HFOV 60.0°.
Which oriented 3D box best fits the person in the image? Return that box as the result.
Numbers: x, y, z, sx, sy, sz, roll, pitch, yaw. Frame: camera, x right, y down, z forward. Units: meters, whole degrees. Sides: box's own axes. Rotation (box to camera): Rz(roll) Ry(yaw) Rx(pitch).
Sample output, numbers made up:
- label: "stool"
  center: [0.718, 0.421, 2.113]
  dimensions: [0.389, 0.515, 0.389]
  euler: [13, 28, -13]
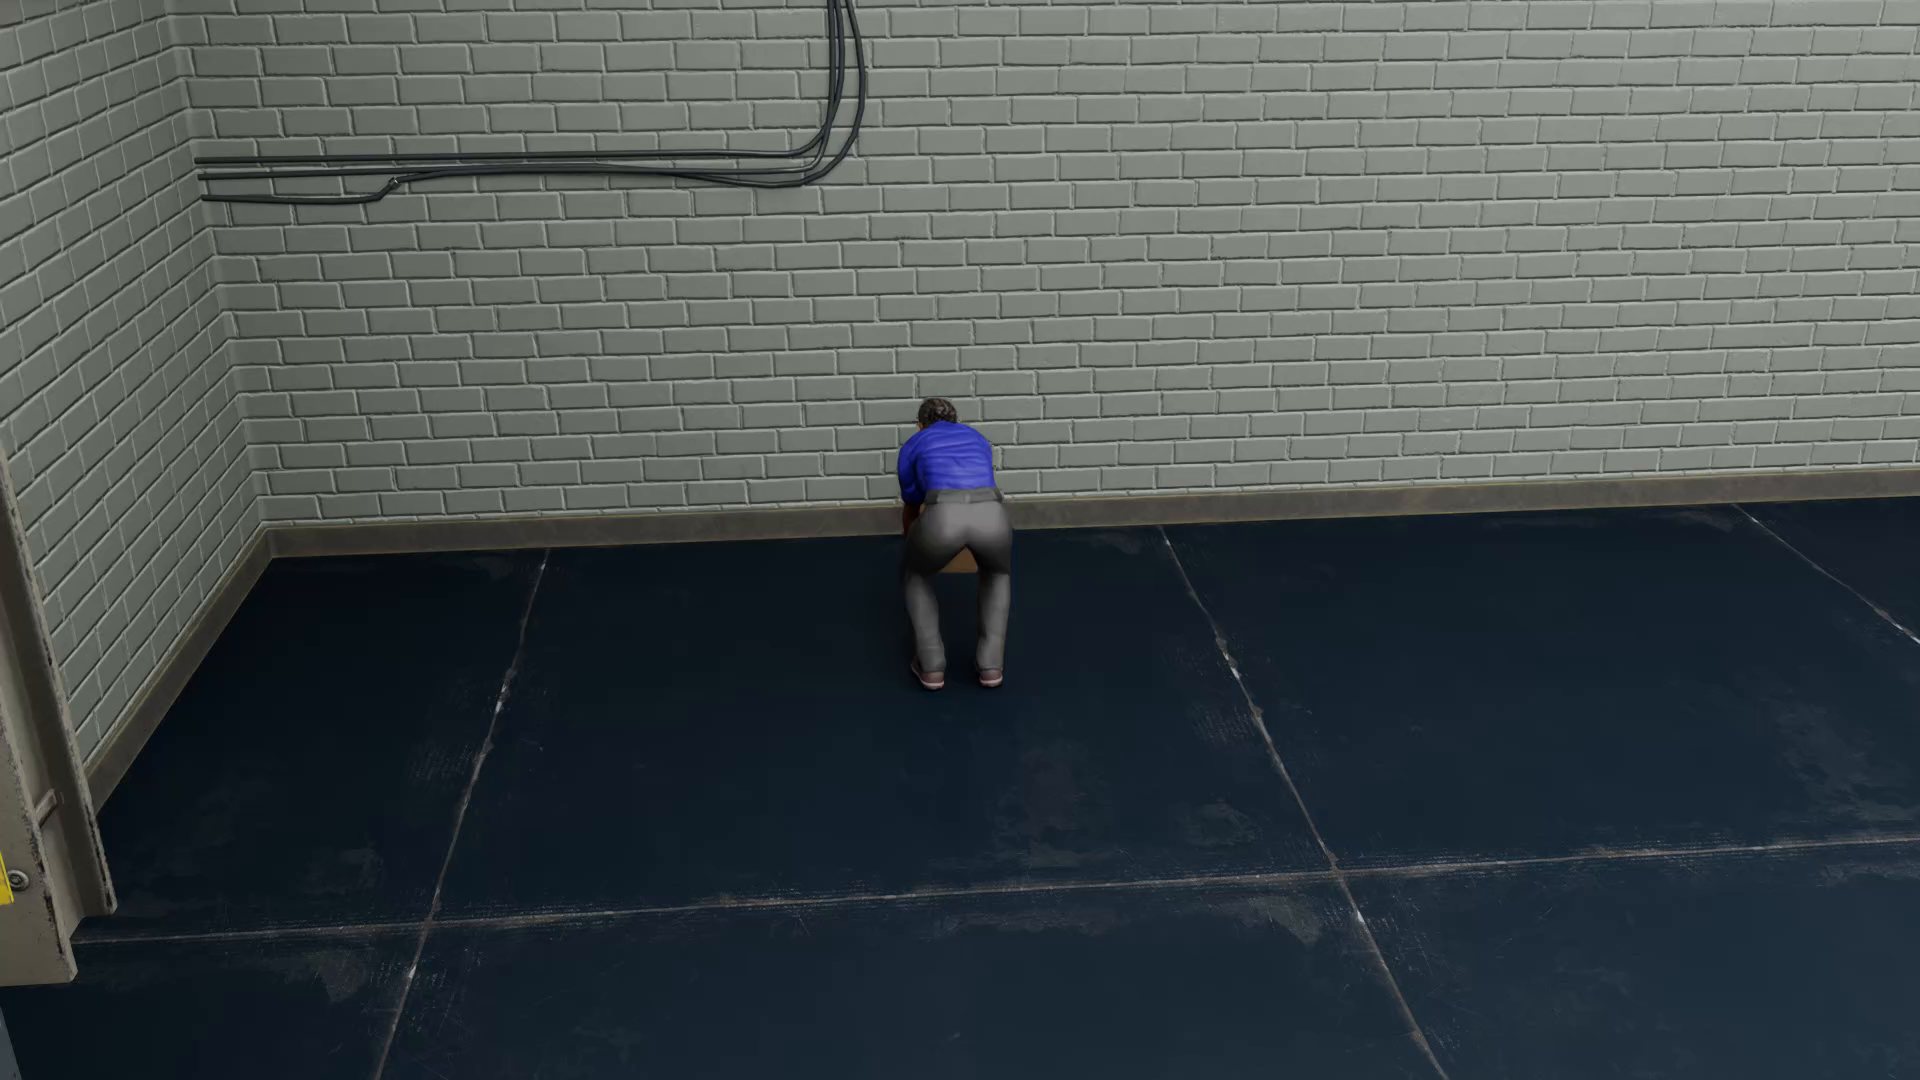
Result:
- label: "person"
  center: [-0.029, 0.015, 6.835]
  dimensions: [0.460, 1.045, 0.859]
  euler: [-3, 24, -8]
